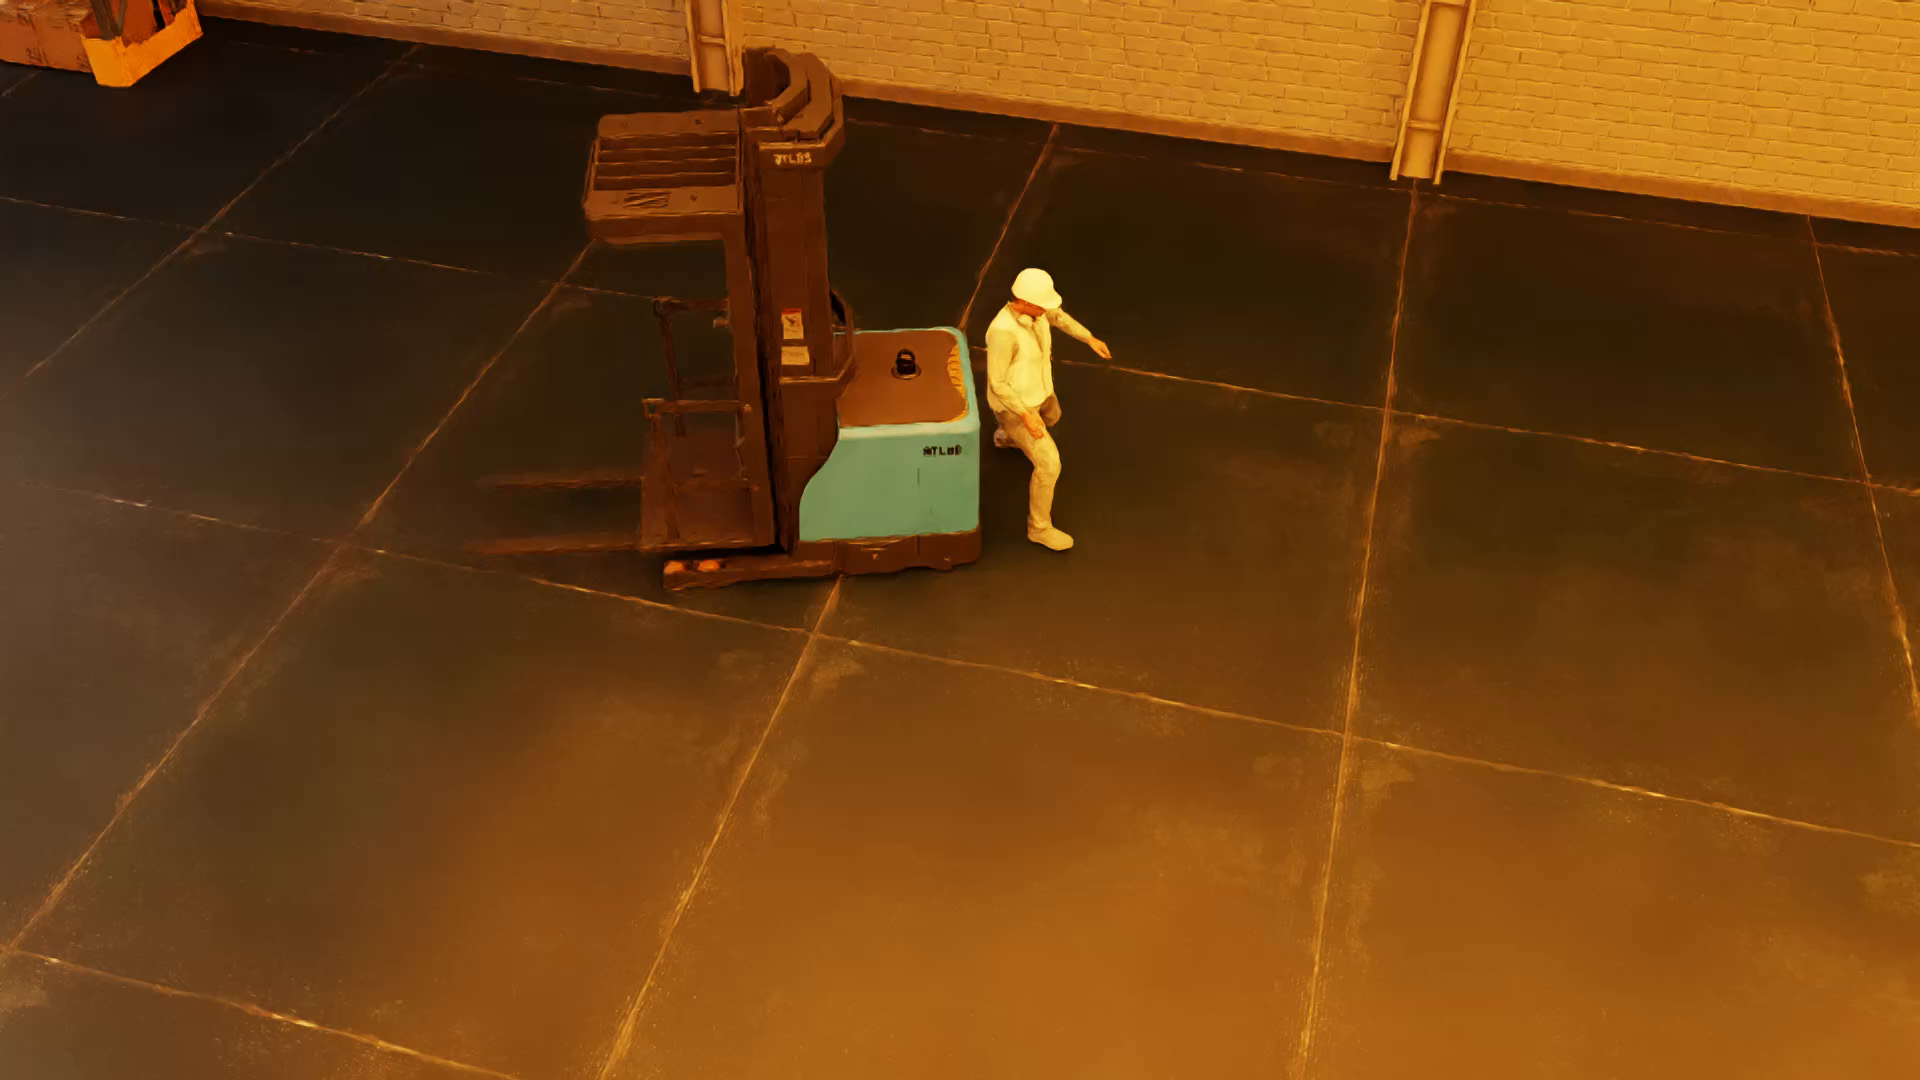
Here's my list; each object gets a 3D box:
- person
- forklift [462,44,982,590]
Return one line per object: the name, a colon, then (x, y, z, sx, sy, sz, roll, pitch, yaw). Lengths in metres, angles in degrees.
person: (0.481, -0.895, 9.914, 0.925, 1.631, 0.992, 20, 45, 21)
forklift: (-1.419, -1.174, 9.201, 3.031, 2.935, 1.130, -3, 41, -4)
